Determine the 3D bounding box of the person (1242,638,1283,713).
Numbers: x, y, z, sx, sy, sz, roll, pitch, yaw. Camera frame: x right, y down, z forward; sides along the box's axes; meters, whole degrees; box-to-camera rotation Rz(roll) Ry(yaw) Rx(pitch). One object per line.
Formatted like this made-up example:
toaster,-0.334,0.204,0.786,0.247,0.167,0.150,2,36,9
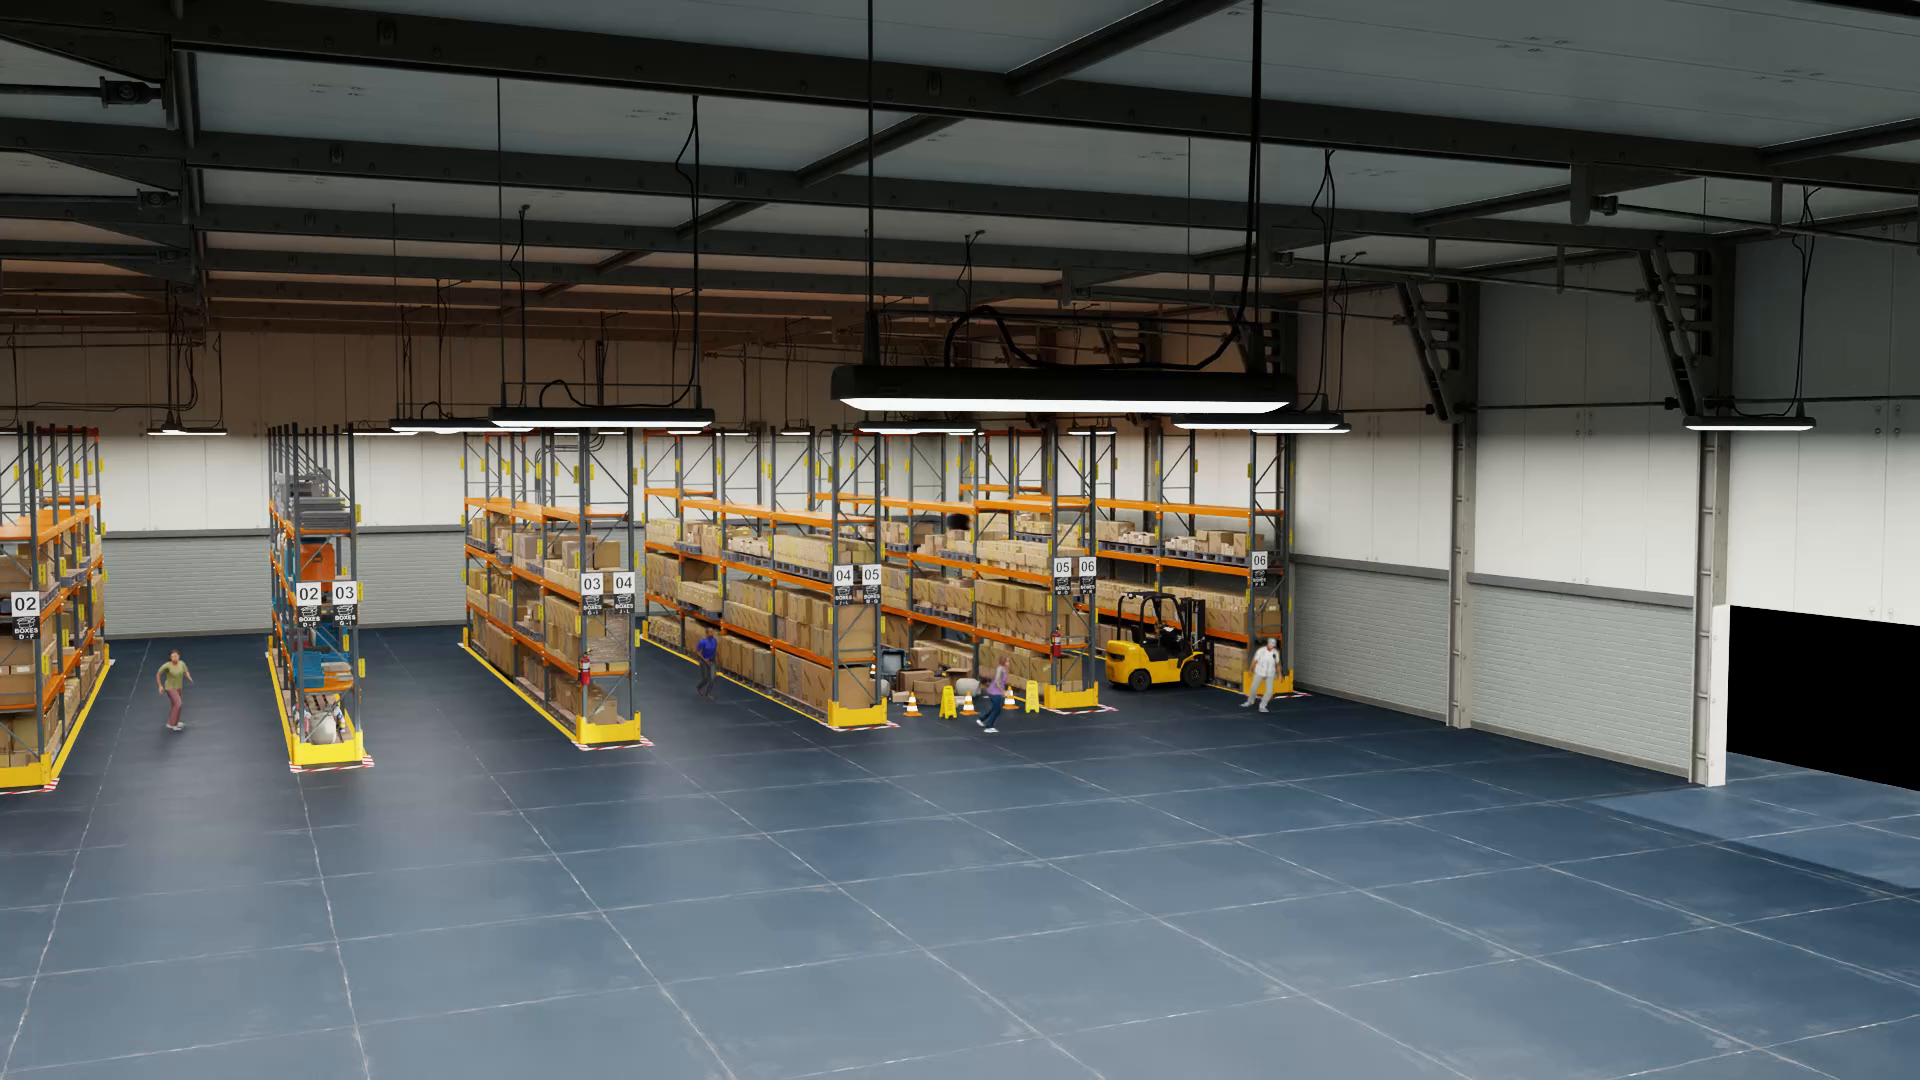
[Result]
person,6.321,2.809,34.708,0.769,1.582,0.687,0,3,-2

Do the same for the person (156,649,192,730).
person,-15.441,2.949,32.768,0.762,1.627,0.578,1,4,18

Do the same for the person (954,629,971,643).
person,0.067,2.070,45.899,0.731,1.729,0.645,-3,5,-40

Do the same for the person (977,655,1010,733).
person,0.648,2.989,32.322,0.686,1.527,0.511,1,4,9

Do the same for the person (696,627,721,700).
person,-5.576,2.703,36.589,0.572,1.603,0.647,-3,4,-36
